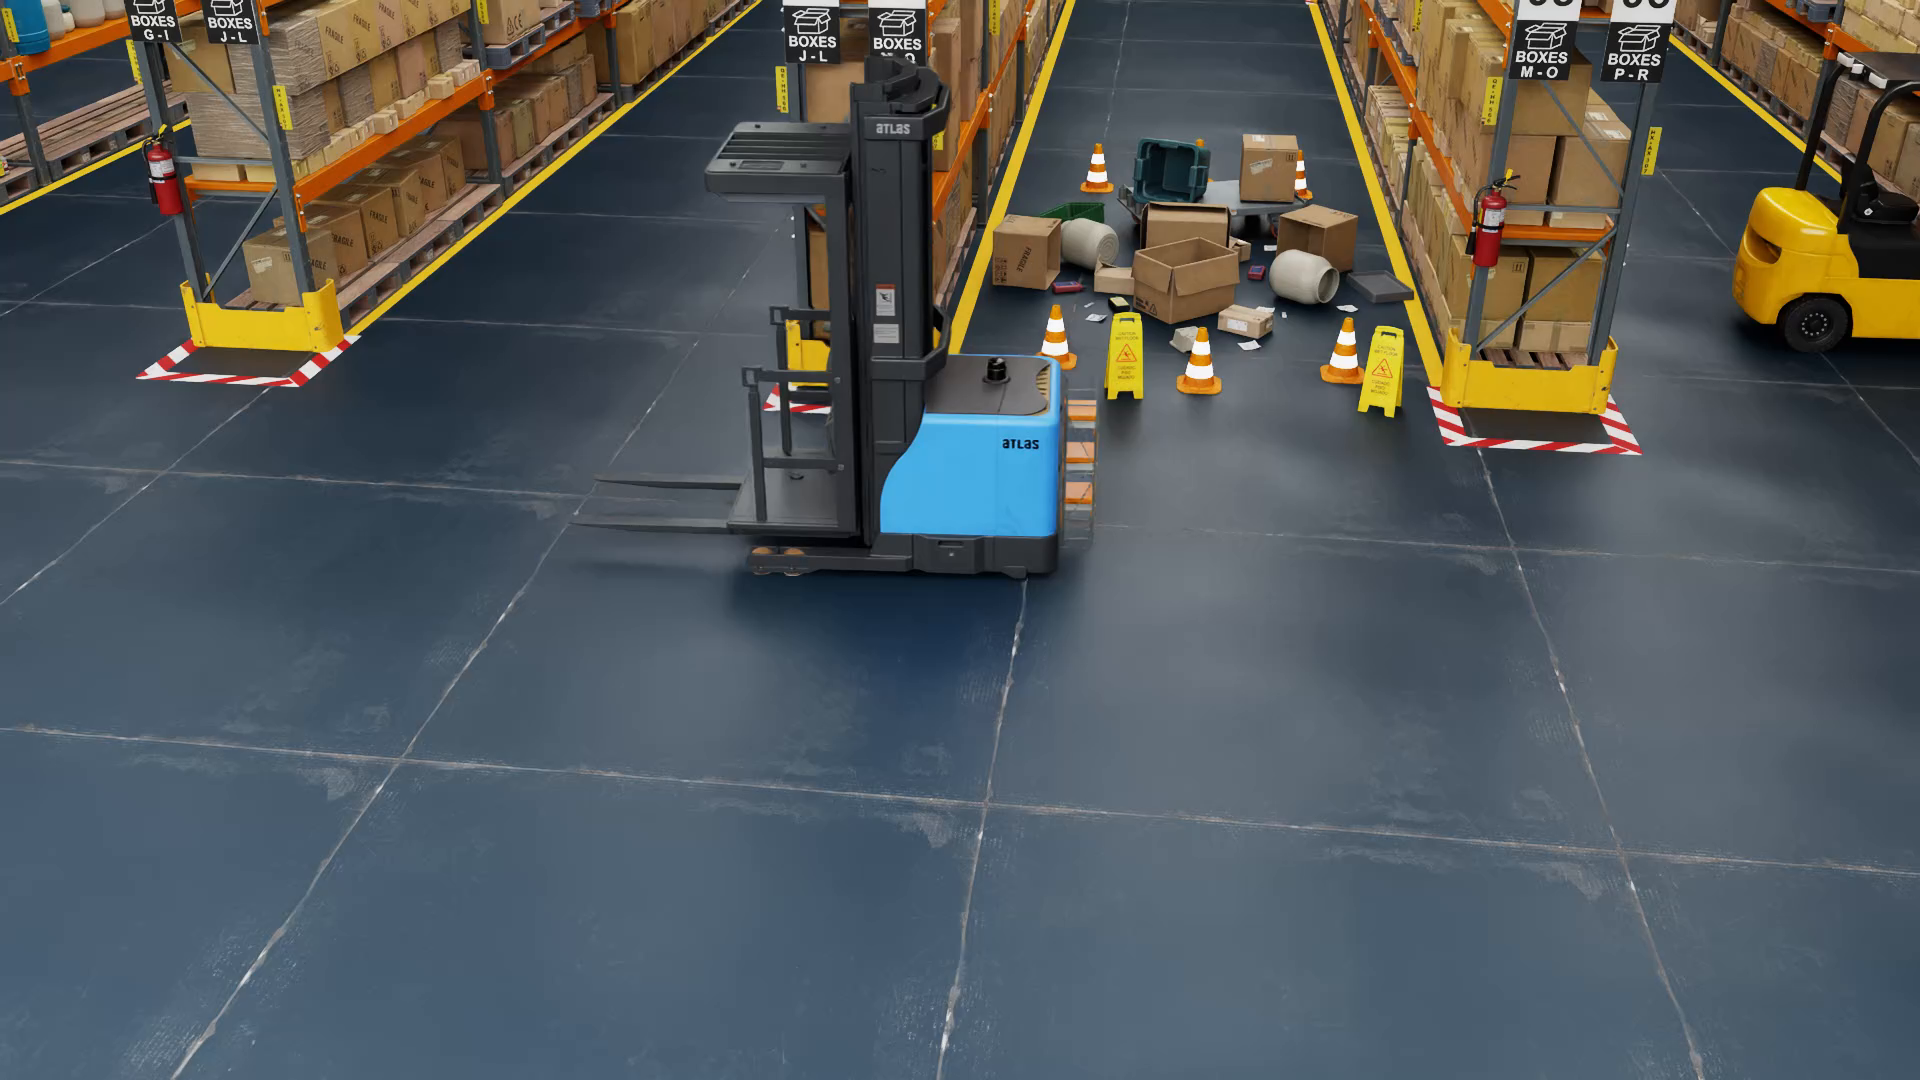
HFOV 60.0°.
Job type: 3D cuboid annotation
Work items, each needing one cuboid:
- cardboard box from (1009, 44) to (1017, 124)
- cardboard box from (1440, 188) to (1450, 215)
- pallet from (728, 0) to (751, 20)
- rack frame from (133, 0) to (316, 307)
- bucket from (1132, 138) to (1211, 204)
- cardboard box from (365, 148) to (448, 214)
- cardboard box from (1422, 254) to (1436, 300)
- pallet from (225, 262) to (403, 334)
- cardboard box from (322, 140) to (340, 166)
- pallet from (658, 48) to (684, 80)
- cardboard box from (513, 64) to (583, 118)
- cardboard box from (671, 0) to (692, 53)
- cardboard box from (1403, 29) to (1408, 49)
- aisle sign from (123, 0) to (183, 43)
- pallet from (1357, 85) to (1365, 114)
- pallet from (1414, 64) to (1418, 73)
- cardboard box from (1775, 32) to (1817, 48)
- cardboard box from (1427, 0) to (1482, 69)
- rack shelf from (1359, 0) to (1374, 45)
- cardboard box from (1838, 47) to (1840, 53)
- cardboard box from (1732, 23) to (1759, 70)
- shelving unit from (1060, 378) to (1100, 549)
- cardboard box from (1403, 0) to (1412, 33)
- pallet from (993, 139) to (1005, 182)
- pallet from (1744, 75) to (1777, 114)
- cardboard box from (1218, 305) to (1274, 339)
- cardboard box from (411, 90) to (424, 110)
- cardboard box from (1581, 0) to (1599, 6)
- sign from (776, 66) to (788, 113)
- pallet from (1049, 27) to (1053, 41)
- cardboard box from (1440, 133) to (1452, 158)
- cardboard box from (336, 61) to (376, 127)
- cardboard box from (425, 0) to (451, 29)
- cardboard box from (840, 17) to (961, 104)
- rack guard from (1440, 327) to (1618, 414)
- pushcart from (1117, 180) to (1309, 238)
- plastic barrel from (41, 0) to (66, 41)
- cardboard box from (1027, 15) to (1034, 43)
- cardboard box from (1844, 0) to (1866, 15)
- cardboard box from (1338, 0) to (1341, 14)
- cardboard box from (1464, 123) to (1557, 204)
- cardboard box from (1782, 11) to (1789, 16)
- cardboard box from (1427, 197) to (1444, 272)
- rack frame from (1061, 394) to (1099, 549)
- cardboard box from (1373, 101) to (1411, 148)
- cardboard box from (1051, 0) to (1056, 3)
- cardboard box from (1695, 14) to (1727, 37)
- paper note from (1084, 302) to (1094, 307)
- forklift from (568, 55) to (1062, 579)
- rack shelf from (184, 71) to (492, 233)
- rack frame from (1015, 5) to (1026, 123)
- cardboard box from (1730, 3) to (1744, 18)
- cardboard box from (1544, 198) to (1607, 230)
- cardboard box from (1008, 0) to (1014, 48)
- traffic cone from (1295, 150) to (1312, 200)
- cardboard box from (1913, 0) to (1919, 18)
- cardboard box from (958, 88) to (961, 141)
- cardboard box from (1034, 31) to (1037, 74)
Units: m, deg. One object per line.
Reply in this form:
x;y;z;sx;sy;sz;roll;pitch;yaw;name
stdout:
0.093;-5.243;19.040;1.050;0.750;0.750;3;28;6;cardboard box
4.088;-2.725;13.419;0.380;0.149;0.250;5;29;8;cardboard box
-3.845;-8.250;25.633;1.003;0.211;1.213;3;28;6;pallet
-5.633;-2.900;12.762;1.000;3.000;0.127;3;28;6;rack frame
2.039;-3.477;15.682;0.726;0.611;0.620;14;21;24;bucket
-5.294;-3.411;15.904;0.500;0.500;0.500;13;31;22;cardboard box
4.164;-2.184;13.891;0.500;0.250;0.500;2;28;4;cardboard box
-5.489;-2.088;14.196;1.003;0.211;1.213;3;28;6;pallet
-5.266;-3.143;13.478;0.380;0.149;0.250;3;28;6;cardboard box
-4.330;-6.377;22.157;1.003;0.211;1.213;3;28;6;pallet
-4.770;-5.180;19.167;0.700;0.500;0.500;1;28;2;cardboard box
-4.330;-7.075;22.309;1.225;0.875;0.875;2;28;4;cardboard box
4.555;-4.906;16.308;0.380;0.149;0.250;4;29;7;cardboard box
-5.939;-4.033;12.124;0.394;0.787;0.004;3;28;6;aisle sign
5.354;-5.229;20.025;1.003;0.211;1.213;3;28;6;pallet
4.930;-4.474;15.886;1.003;0.211;1.213;3;28;6;pallet
10.109;-6.043;20.105;0.380;0.149;0.250;2;28;4;cardboard box
4.250;-4.154;13.616;0.700;0.500;0.500;3;28;5;cardboard box
5.427;-6.714;20.601;1.077;0.370;4.000;3;28;6;rack shelf
10.602;-5.894;19.828;0.380;0.149;0.250;3;28;5;cardboard box
10.261;-6.304;21.274;0.500;0.500;0.500;3;28;6;cardboard box
0.740;-0.467;10.301;0.215;1.050;0.252;1;28;2;shelving unit
4.650;-5.273;16.306;0.500;0.500;0.500;4;29;8;cardboard box
-0.066;-4.163;18.046;1.003;0.211;1.213;3;28;6;pallet
10.390;-5.497;20.523;1.003;0.211;1.213;3;28;6;pallet
2.358;-1.803;13.732;0.380;0.149;0.250;20;34;32;cardboard box
-5.080;-3.968;15.010;0.380;0.149;0.250;3;28;6;cardboard box
4.508;-3.800;11.535;0.380;0.149;0.250;2;28;5;cardboard box
-1.260;-3.216;11.879;0.100;0.325;0.005;3;28;6;sign
0.795;-7.303;23.876;1.003;0.211;1.213;3;28;6;pallet
4.166;-3.245;13.667;0.380;0.149;0.250;3;28;6;cardboard box
-5.492;-3.807;14.027;0.875;0.500;0.500;3;28;6;cardboard box
-4.985;-4.935;15.066;0.500;0.500;0.500;3;28;6;cardboard box
-0.460;-3.798;13.132;0.875;0.550;0.550;3;28;6;cardboard box
4.211;-1.259;12.352;1.175;0.500;0.348;3;28;6;rack guard
2.423;-3.161;16.012;1.648;0.377;0.936;-6;29;-11;pushcart
-9.724;-5.568;17.571;0.433;0.535;0.433;0;28;0;plastic barrel
0.644;-6.294;20.464;0.500;0.250;0.500;3;28;6;cardboard box
9.787;-5.764;17.709;0.500;0.250;0.500;3;28;6;cardboard box
5.965;-7.740;24.005;0.875;0.438;0.875;3;28;5;cardboard box
3.995;-2.770;12.103;0.500;0.500;0.500;3;28;5;cardboard box
10.813;-6.742;21.402;0.380;0.149;0.250;3;28;6;cardboard box
4.171;-2.504;13.692;0.500;0.500;0.500;3;28;5;cardboard box
0.734;-0.409;10.194;0.200;1.050;0.008;1;28;2;rack frame
5.021;-4.504;18.068;0.950;0.372;0.625;3;28;5;cardboard box
1.232;-8.037;24.546;0.380;0.149;0.250;3;28;6;cardboard box
10.420;-7.114;23.025;0.396;0.266;0.258;4;29;8;cardboard box
1.110;-2.020;14.282;0.032;0.001;0.123;20;34;32;paper note
-0.895;-1.317;9.897;3.031;2.935;1.130;2;28;3;forklift
-5.388;-3.525;14.680;1.077;0.370;4.000;3;28;6;rack shelf
0.257;-6.330;19.129;1.000;3.000;0.127;3;28;6;rack frame
10.291;-6.902;21.700;0.380;0.149;0.250;5;29;9;cardboard box
4.449;-2.361;12.027;0.380;0.149;0.250;3;29;6;cardboard box
0.286;-5.435;17.362;0.500;0.500;0.500;4;29;7;cardboard box
3.455;-3.755;17.024;0.336;0.463;0.334;3;28;6;traffic cone
9.523;-5.156;16.160;0.380;0.149;0.250;3;28;5;cardboard box
-0.460;-3.576;13.859;0.875;0.550;0.500;3;28;6;cardboard box
0.713;-6.211;21.101;0.500;0.500;0.500;3;28;5;cardboard box
